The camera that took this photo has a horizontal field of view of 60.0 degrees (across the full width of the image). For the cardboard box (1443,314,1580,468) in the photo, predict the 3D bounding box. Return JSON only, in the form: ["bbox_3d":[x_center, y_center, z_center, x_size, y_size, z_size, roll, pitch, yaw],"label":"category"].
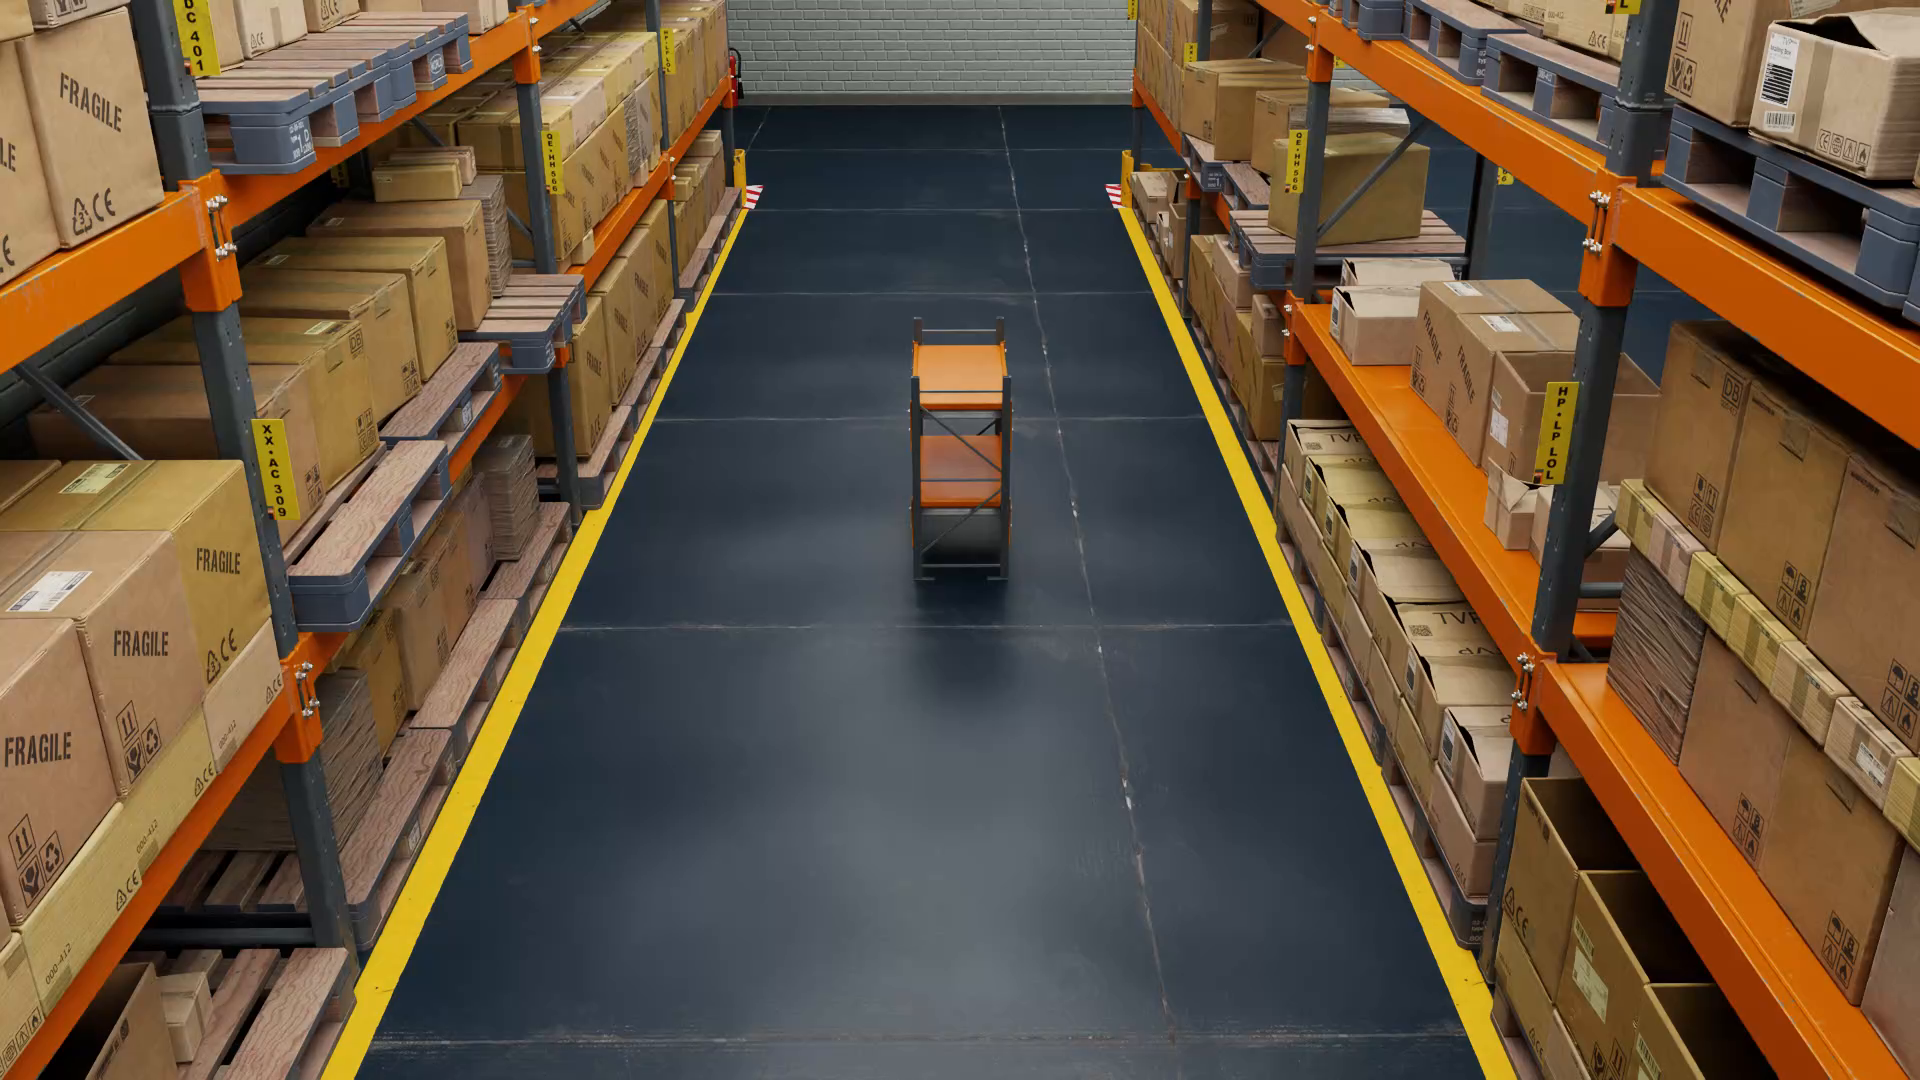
[{"bbox_3d":[2.336,-0.621,6.861,0.500,0.500,0.500,0,24,0],"label":"cardboard box"}]

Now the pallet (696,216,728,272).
[{"bbox_3d":[-2.647,-2.655,14.864,1.003,0.211,1.213,0,24,-1],"label":"pallet"}]

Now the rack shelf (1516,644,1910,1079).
[{"bbox_3d":[2.362,1.317,3.571,1.077,0.370,4.000,0,24,-1],"label":"rack shelf"}]

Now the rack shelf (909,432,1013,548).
[{"bbox_3d":[0.000,-0.293,9.125,0.538,0.278,1.000,0,24,-1],"label":"rack shelf"}]

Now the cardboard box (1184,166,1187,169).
[{"bbox_3d":[2.461,-3.618,16.110,0.500,0.500,0.500,0,24,-1],"label":"cardboard box"}]

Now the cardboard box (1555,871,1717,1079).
[{"bbox_3d":[2.045,1.283,4.690,0.500,0.500,0.500,0,24,-1],"label":"cardboard box"}]

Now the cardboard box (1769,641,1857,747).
[{"bbox_3d":[2.161,0.356,3.913,0.380,0.149,0.250,-1,24,-2],"label":"cardboard box"}]

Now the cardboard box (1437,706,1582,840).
[{"bbox_3d":[2.049,0.805,5.976,0.500,0.311,0.500,0,24,-1],"label":"cardboard box"}]

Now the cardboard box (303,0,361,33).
[{"bbox_3d":[-2.553,-2.149,6.090,0.500,0.500,0.500,-1,24,-2],"label":"cardboard box"}]

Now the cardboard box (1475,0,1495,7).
[{"bbox_3d":[2.376,-2.335,6.804,0.500,0.250,0.500,-1,24,-2],"label":"cardboard box"}]

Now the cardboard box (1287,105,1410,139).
[{"bbox_3d":[2.358,-2.357,10.190,0.700,0.500,0.500,4,25,9],"label":"cardboard box"}]

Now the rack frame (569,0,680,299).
[{"bbox_3d":[-2.701,-3.108,12.481,1.000,3.000,0.127,0,24,-1],"label":"rack frame"}]

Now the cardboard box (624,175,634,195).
[{"bbox_3d":[-2.432,-2.444,11.294,0.380,0.149,0.250,0,24,-1],"label":"cardboard box"}]

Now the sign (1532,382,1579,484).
[{"bbox_3d":[1.797,-0.320,5.009,0.100,0.325,0.005,0,24,-1],"label":"sign"}]

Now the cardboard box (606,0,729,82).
[{"bbox_3d":[-2.729,-4.682,15.599,0.980,0.700,0.700,1,24,2],"label":"cardboard box"}]

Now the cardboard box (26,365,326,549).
[{"bbox_3d":[-2.585,-0.267,5.545,0.700,0.500,0.500,0,24,0],"label":"cardboard box"}]

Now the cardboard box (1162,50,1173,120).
[{"bbox_3d":[1.976,-3.806,13.904,0.500,0.500,0.500,0,24,1],"label":"cardboard box"}]

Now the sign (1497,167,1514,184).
[{"bbox_3d":[2.851,-2.015,8.659,0.100,0.325,0.005,0,24,-1],"label":"sign"}]

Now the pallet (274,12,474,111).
[{"bbox_3d":[-2.528,-1.775,6.121,1.213,0.211,1.003,0,24,-1],"label":"pallet"}]

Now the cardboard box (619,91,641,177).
[{"bbox_3d":[-2.431,-2.692,11.055,0.500,0.500,0.500,0,24,0],"label":"cardboard box"}]

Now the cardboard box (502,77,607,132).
[{"bbox_3d":[-2.420,-2.607,9.958,0.500,0.250,0.500,0,24,0],"label":"cardboard box"}]

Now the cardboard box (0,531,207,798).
[{"bbox_3d":[-2.288,0.305,4.182,0.500,0.500,0.500,0,24,-1],"label":"cardboard box"}]

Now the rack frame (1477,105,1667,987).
[{"bbox_3d":[2.340,0.165,5.245,1.000,3.000,0.127,0,24,-1],"label":"rack frame"}]

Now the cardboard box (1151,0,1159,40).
[{"bbox_3d":[1.964,-4.675,14.613,0.500,0.500,0.500,0,24,0],"label":"cardboard box"}]

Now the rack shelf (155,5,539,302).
[{"bbox_3d":[-2.635,-1.674,6.545,1.077,0.370,4.000,0,24,-1],"label":"rack shelf"}]

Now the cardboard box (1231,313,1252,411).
[{"bbox_3d":[2.046,-1.142,10.635,0.500,0.500,0.500,-1,24,-2],"label":"cardboard box"}]

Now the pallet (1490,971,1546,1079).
[{"bbox_3d":[2.307,1.763,5.095,1.003,0.211,1.213,0,24,-1],"label":"pallet"}]

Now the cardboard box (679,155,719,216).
[{"bbox_3d":[-2.631,-3.314,15.461,0.700,0.500,0.500,0,24,-1],"label":"cardboard box"}]

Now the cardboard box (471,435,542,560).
[{"bbox_3d":[-2.597,-0.224,8.606,0.700,0.500,0.500,0,24,0],"label":"cardboard box"}]

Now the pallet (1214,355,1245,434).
[{"bbox_3d":[2.315,-1.022,11.253,1.003,0.211,1.213,0,24,-1],"label":"pallet"}]

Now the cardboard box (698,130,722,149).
[{"bbox_3d":[-2.453,-3.764,15.669,0.380,0.149,0.250,-1,24,-1],"label":"cardboard box"}]

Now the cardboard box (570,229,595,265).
[{"bbox_3d":[-2.342,-1.705,9.659,0.380,0.149,0.250,0,24,1],"label":"cardboard box"}]

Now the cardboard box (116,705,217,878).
[{"bbox_3d":[-2.308,0.647,4.337,0.500,0.250,0.500,0,24,0],"label":"cardboard box"}]

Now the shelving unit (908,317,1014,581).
[{"bbox_3d":[0.000,-0.515,9.024,0.538,1.125,1.048,0,24,-1],"label":"shelving unit"}]

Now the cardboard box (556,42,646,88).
[{"bbox_3d":[-2.444,-3.237,11.352,0.500,0.250,0.500,0,24,1],"label":"cardboard box"}]

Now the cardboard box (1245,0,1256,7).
[{"bbox_3d":[2.523,-4.041,13.209,0.500,0.500,0.500,-1,24,-2],"label":"cardboard box"}]

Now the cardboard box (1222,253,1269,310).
[{"bbox_3d":[2.031,-1.715,10.992,0.500,0.250,0.500,-1,24,-2],"label":"cardboard box"}]

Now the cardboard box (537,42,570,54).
[{"bbox_3d":[-2.944,-3.233,11.342,0.500,0.250,0.500,0,24,0],"label":"cardboard box"}]

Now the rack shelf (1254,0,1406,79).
[{"bbox_3d":[2.274,-3.346,10.242,1.077,0.370,4.000,0,24,-1],"label":"rack shelf"}]

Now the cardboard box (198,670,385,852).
[{"bbox_3d":[-2.638,0.824,6.287,0.700,0.500,0.500,1,24,1],"label":"cardboard box"}]

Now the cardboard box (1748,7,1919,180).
[{"bbox_3d":[2.087,-0.985,3.577,0.500,0.311,0.500,-2,24,-3],"label":"cardboard box"}]

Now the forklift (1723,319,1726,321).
[{"bbox_3d":[5.145,-1.809,9.694,1.130,2.935,3.031,10,26,22],"label":"forklift"}]

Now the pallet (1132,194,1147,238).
[{"bbox_3d":[2.219,-3.149,15.957,1.003,0.211,1.213,0,24,-1],"label":"pallet"}]

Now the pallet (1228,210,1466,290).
[{"bbox_3d":[2.219,-1.675,9.546,1.213,0.211,1.003,0,24,-1],"label":"pallet"}]

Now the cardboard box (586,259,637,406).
[{"bbox_3d":[-2.537,-1.336,10.663,0.750,0.750,0.750,0,24,-1],"label":"cardboard box"}]

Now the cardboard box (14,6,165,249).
[{"bbox_3d":[-2.361,-1.025,4.090,0.500,0.500,0.500,0,24,1],"label":"cardboard box"}]

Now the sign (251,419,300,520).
[{"bbox_3d":[-2.071,-0.211,5.026,0.100,0.325,0.005,0,24,-1],"label":"sign"}]

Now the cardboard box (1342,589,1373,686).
[{"bbox_3d":[2.031,0.428,7.491,0.500,0.250,0.500,0,24,1],"label":"cardboard box"}]

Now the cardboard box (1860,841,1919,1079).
[{"bbox_3d":[2.371,0.937,3.416,0.700,0.500,0.500,0,24,1],"label":"cardboard box"}]

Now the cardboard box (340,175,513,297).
[{"bbox_3d":[-2.642,-1.512,8.297,0.700,0.500,0.500,-3,25,-7],"label":"cardboard box"}]

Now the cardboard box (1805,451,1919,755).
[{"bbox_3d":[2.362,0.126,3.636,0.700,0.500,0.500,0,24,-1],"label":"cardboard box"}]

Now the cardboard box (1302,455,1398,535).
[{"bbox_3d":[2.022,-0.244,8.295,0.500,0.311,0.500,-1,24,-2],"label":"cardboard box"}]

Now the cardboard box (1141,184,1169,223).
[{"bbox_3d":[1.942,-3.090,15.245,0.500,0.250,0.500,0,24,-1],"label":"cardboard box"}]

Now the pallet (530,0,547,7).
[{"bbox_3d":[-2.717,-3.005,8.844,1.213,0.211,1.003,1,24,2],"label":"pallet"}]
